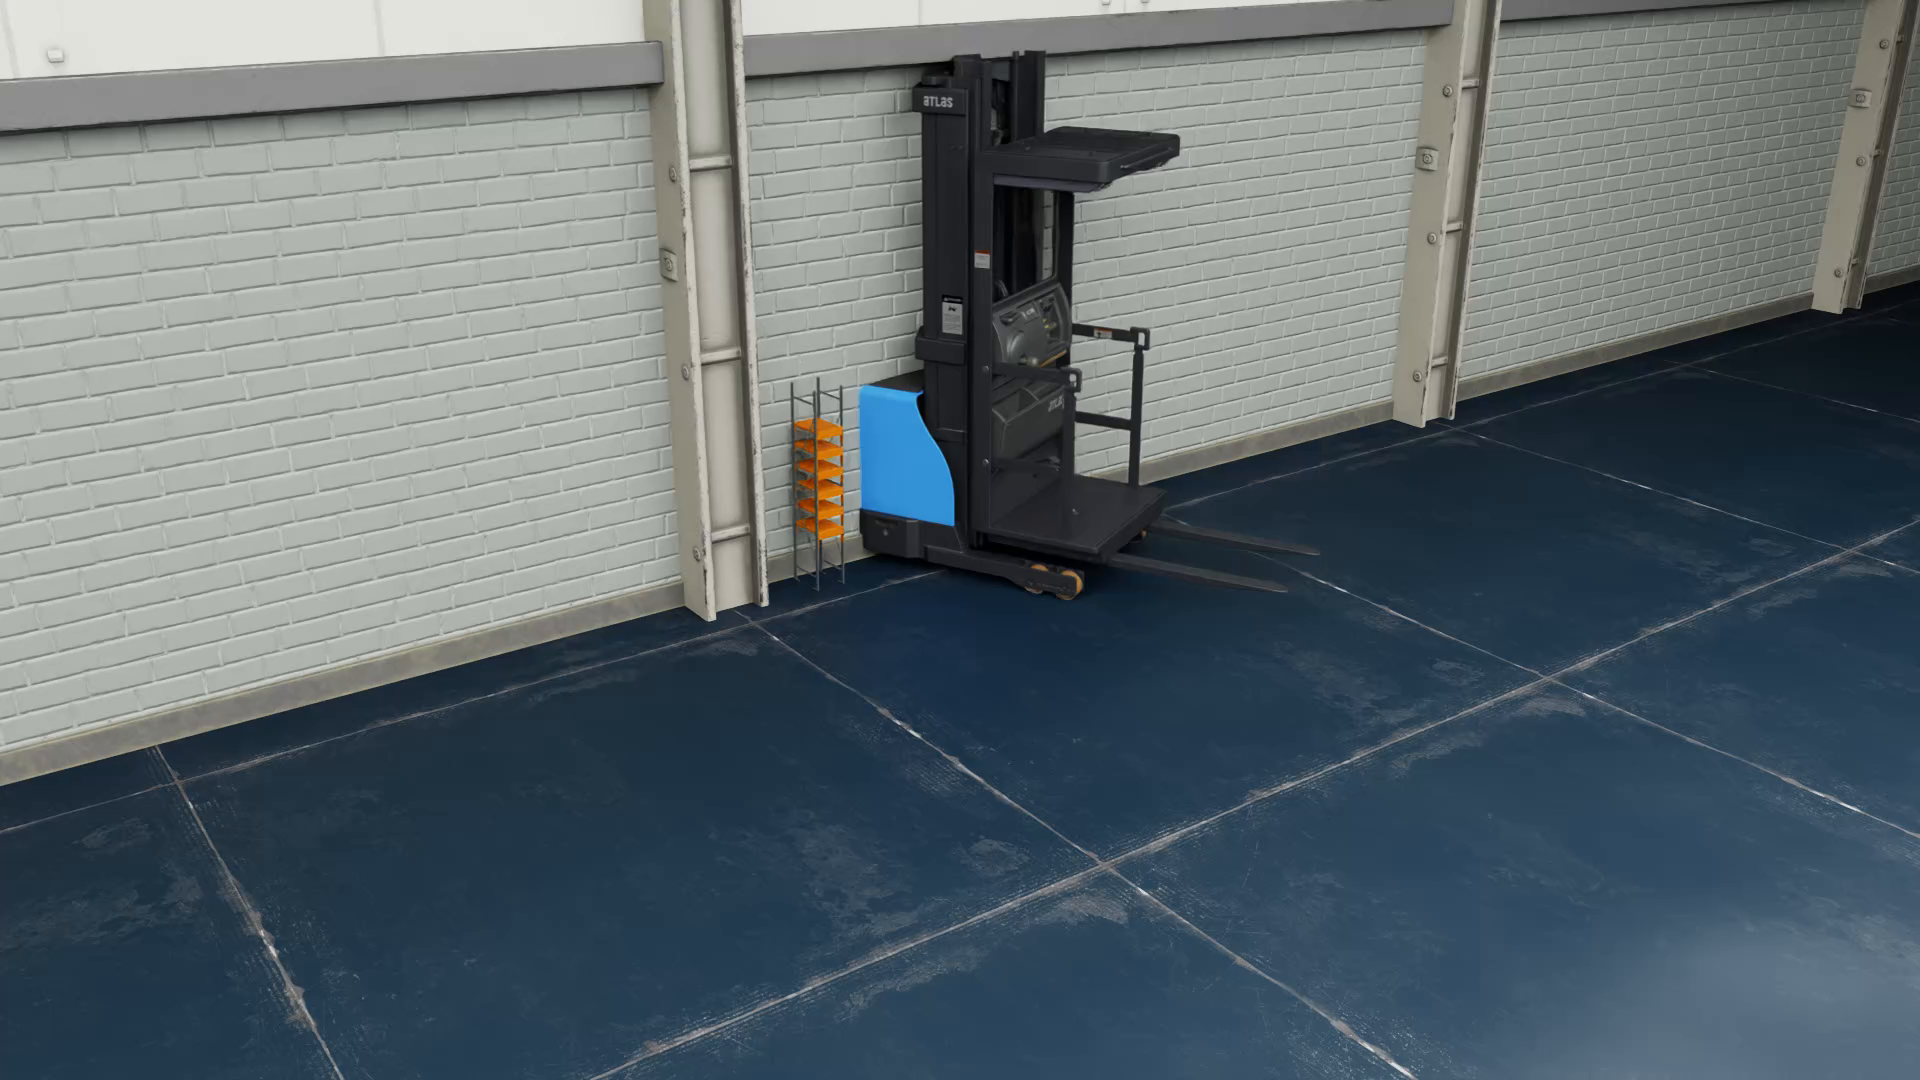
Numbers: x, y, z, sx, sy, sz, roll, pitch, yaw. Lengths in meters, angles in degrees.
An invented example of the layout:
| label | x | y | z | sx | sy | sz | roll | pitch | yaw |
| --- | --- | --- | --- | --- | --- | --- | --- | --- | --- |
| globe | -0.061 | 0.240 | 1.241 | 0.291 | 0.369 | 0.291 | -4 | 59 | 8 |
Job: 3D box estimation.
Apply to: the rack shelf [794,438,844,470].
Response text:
| label | x | y | z | sx | sy | sz | roll | pitch | yaw |
| --- | --- | --- | --- | --- | --- | --- | --- | --- | --- |
| rack shelf | -0.814 | -0.500 | 9.497 | 0.180 | 0.103 | 0.258 | -16 | 27 | -38 |

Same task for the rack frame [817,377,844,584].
| label | x | y | z | sx | sy | sz | roll | pitch | yaw |
| --- | --- | --- | --- | --- | --- | --- | --- | --- | --- |
| rack frame | -0.748 | -0.337 | 9.623 | 0.006 | 1.200 | 0.240 | -16 | 27 | -38 |

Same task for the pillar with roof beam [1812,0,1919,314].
| label | x | y | z | sx | sy | sz | roll | pitch | yaw |
| --- | --- | --- | --- | --- | --- | --- | --- | --- | --- |
| pillar with roof beam | 10.921 | -5.116 | 11.077 | 0.400 | 9.000 | 9.100 | -15 | 26 | -33 |

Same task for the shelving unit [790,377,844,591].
| label | x | y | z | sx | sy | sz | roll | pitch | yaw |
| --- | --- | --- | --- | --- | --- | --- | --- | --- | --- |
| shelving unit | -0.818 | -0.317 | 9.567 | 0.189 | 1.200 | 0.258 | -16 | 27 | -38 |

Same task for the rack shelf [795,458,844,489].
| label | x | y | z | sx | sy | sz | roll | pitch | yaw |
| --- | --- | --- | --- | --- | --- | --- | --- | --- | --- |
| rack shelf | -0.816 | -0.388 | 9.540 | 0.180 | 0.103 | 0.258 | -16 | 27 | -38 |

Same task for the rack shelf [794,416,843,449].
| label | x | y | z | sx | sy | sz | roll | pitch | yaw |
| --- | --- | --- | --- | --- | --- | --- | --- | --- | --- |
| rack shelf | -0.812 | -0.612 | 9.454 | 0.180 | 0.103 | 0.258 | -16 | 27 | -38 |

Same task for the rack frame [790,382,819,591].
| label | x | y | z | sx | sy | sz | roll | pitch | yaw |
| --- | --- | --- | --- | --- | --- | --- | --- | --- | --- |
| rack frame | -0.887 | -0.297 | 9.511 | 0.006 | 1.200 | 0.240 | -16 | 27 | -38 |

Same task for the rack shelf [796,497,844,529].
| label | x | y | z | sx | sy | sz | roll | pitch | yaw |
| --- | --- | --- | --- | --- | --- | --- | --- | --- | --- |
| rack shelf | -0.820 | -0.164 | 9.625 | 0.180 | 0.103 | 0.258 | -16 | 27 | -38 |

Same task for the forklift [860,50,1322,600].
| label | x | y | z | sx | sy | sz | roll | pitch | yaw |
| --- | --- | --- | --- | --- | --- | --- | --- | --- | --- |
| forklift | 0.603 | -1.241 | 9.551 | 3.031 | 2.935 | 1.130 | 11 | 24 | 26 |

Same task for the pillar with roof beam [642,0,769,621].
| label | x | y | z | sx | sy | sz | roll | pitch | yaw |
| --- | --- | --- | --- | --- | --- | --- | --- | --- | --- |
| pillar with roof beam | 1.180 | -2.519 | 4.567 | 0.400 | 9.000 | 9.100 | -15 | 26 | -33 |

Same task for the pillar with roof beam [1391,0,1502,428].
| label | x | y | z | sx | sy | sz | roll | pitch | yaw |
| --- | --- | --- | --- | --- | --- | --- | --- | --- | --- |
| pillar with roof beam | 6.051 | -3.818 | 7.822 | 0.400 | 9.000 | 9.100 | -15 | 26 | -33 |

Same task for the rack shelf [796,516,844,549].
| label | x | y | z | sx | sy | sz | roll | pitch | yaw |
| --- | --- | --- | --- | --- | --- | --- | --- | --- | --- |
| rack shelf | -0.822 | -0.051 | 9.668 | 0.180 | 0.103 | 0.258 | -16 | 27 | -38 |

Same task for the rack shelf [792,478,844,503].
| label | x | y | z | sx | sy | sz | roll | pitch | yaw |
| --- | --- | --- | --- | --- | --- | --- | --- | --- | --- |
| rack shelf | -0.818 | -0.276 | 9.583 | 0.180 | 0.103 | 0.258 | -16 | 27 | -38 |
